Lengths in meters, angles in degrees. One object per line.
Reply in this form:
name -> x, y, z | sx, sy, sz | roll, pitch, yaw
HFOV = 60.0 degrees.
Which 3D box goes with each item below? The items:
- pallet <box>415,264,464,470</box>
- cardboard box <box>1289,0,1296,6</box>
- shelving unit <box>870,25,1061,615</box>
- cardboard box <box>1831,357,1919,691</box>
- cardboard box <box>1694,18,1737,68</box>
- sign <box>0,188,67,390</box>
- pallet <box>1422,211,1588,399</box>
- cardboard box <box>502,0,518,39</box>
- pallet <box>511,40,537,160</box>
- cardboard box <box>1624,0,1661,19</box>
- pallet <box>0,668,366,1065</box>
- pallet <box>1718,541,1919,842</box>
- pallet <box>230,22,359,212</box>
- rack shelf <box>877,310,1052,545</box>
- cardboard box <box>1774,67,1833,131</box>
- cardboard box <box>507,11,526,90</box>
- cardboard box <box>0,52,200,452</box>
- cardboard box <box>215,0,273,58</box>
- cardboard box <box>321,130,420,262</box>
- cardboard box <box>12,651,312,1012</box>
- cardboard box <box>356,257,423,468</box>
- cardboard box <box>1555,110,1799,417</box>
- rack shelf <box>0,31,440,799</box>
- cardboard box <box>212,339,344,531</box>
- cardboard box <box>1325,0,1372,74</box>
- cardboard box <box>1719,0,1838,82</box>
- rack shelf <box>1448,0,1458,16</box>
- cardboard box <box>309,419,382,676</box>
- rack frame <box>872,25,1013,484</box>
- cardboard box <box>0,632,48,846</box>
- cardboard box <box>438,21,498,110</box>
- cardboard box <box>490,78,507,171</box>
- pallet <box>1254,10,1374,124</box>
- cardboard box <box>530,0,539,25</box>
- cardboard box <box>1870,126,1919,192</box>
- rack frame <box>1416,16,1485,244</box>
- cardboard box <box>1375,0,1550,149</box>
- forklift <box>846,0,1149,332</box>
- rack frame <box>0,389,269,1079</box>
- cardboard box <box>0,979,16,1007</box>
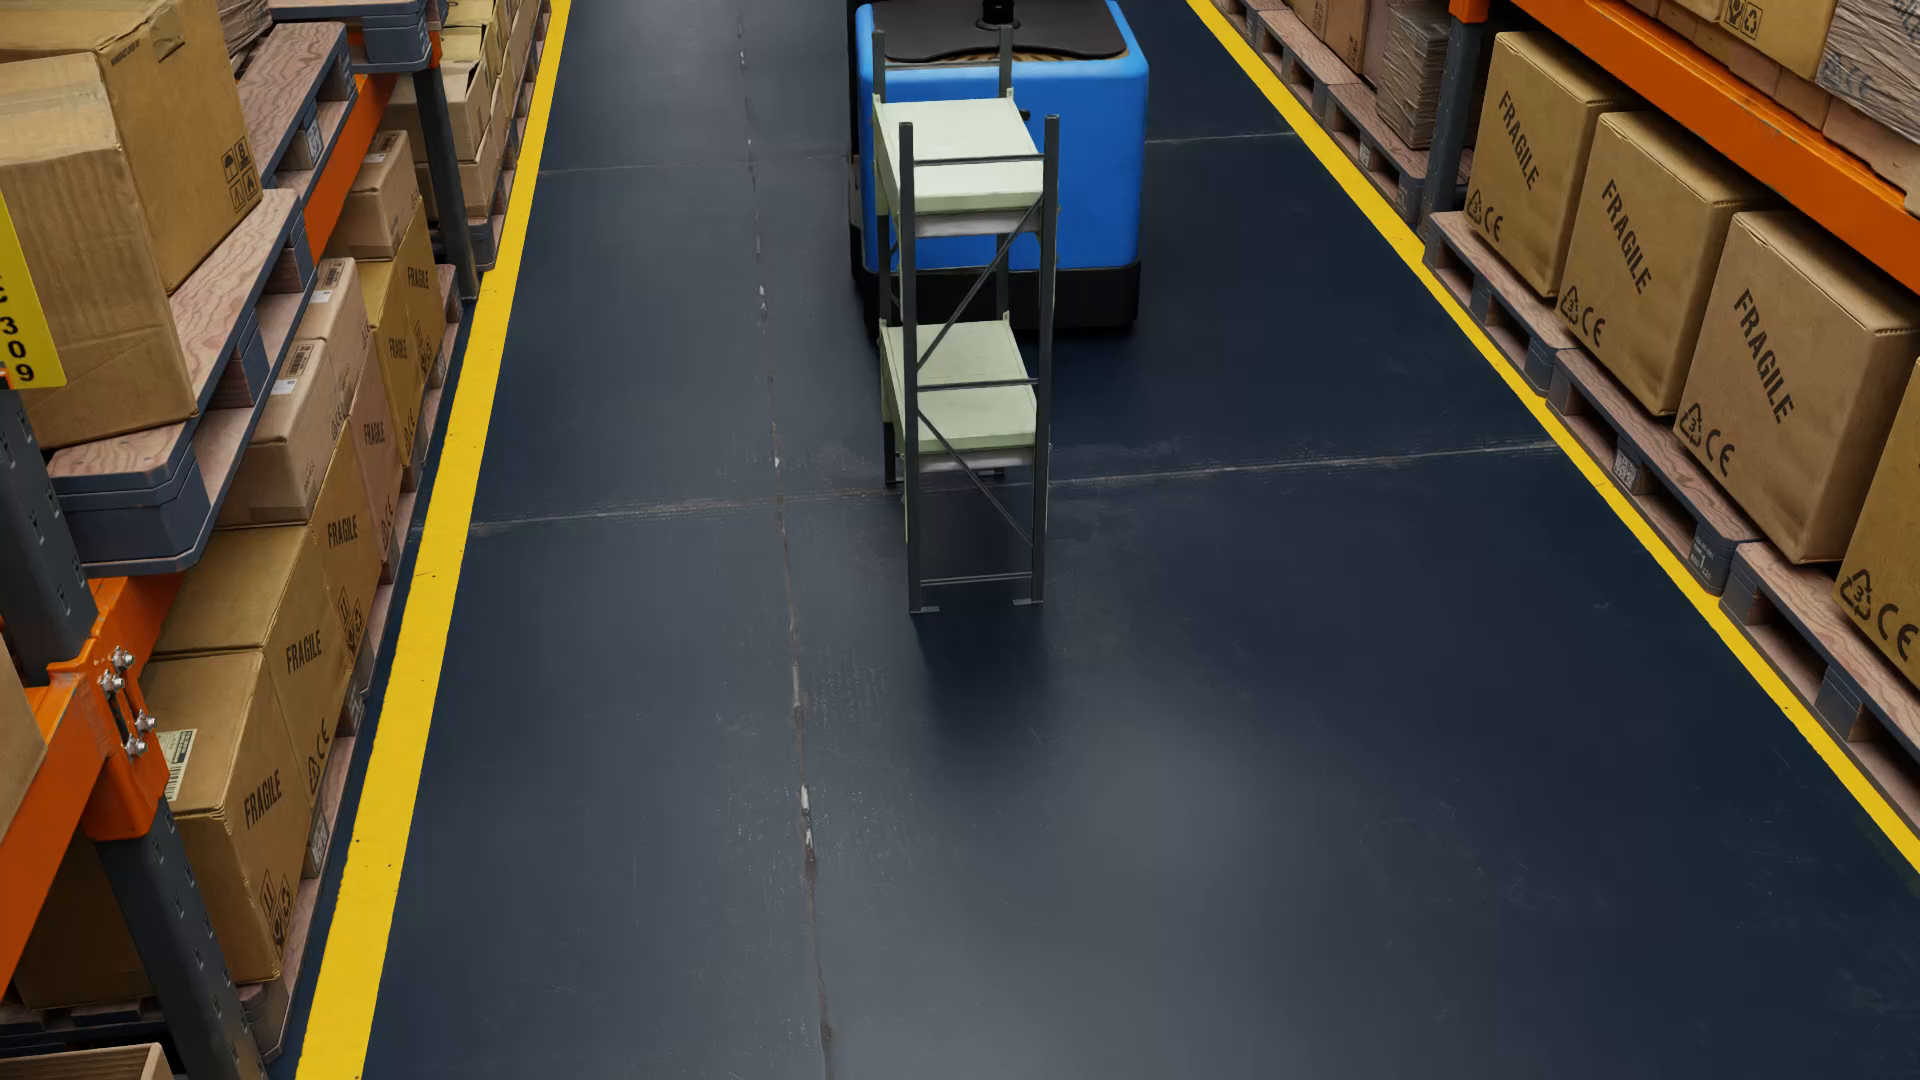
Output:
pallet -> -2.371, -0.615, 5.965 | 1.003, 0.211, 1.213 | -4, 35, -6
cardboard box -> 2.171, -3.251, 9.186 | 0.700, 0.500, 0.500 | -5, 35, -7
shelving unit -> -0.001, -0.623, 4.833 | 0.431, 1.500, 0.755 | -4, 35, -6
cardboard box -> 2.796, 0.030, 4.079 | 0.750, 0.750, 0.750 | -4, 34, -6
cardboard box -> 2.490, -1.551, 5.068 | 0.380, 0.149, 0.250 | -4, 34, -6
sign -> -1.359, -0.358, 2.343 | 0.100, 0.325, 0.005 | -4, 35, -6
pallet -> 2.506, -0.966, 6.480 | 1.003, 0.211, 1.213 | -4, 35, -6
cardboard box -> -2.428, -2.635, 8.023 | 0.500, 0.311, 0.500 | -5, 35, -7
pallet -> -2.667, -2.176, 8.256 | 1.003, 0.211, 1.213 | -4, 35, -6
cardboard box -> 2.422, -1.840, 5.492 | 0.380, 0.149, 0.250 | -5, 35, -7
pallet -> -2.043, 0.747, 3.967 | 1.003, 0.211, 1.213 | -4, 35, -6
pallet -> 2.834, 0.395, 4.482 | 1.003, 0.211, 1.213 | -4, 35, -6
pallet -> -2.168, -1.023, 4.258 | 1.003, 0.211, 1.213 | -4, 35, -6
rack shelf -> -0.001, -0.354, 5.017 | 0.431, 0.370, 0.720 | -4, 35, -6
cardboard box -> 2.534, -1.265, 4.648 | 0.380, 0.149, 0.250 | -3, 34, -5
cardboard box -> -2.426, -2.395, 8.169 | 0.500, 0.250, 0.500 | -4, 34, -5
cardboard box -> -1.738, -0.451, 2.786 | 0.700, 0.500, 0.500 | -16, 37, -22
cardboard box -> -2.304, -1.534, 4.376 | 0.700, 0.500, 0.500 | 2, 34, 3
cardboard box -> -2.064, -1.110, 5.379 | 0.500, 0.250, 0.500 | -3, 34, -5
cardboard box -> -1.720, 0.608, 3.523 | 0.500, 0.500, 0.500 | -6, 35, -9
cardboard box -> -2.006, -0.543, 5.212 | 0.500, 0.500, 0.500 | -6, 35, -8
cardboard box -> 2.555, -0.940, 5.501 | 0.750, 0.750, 0.750 | -5, 35, -7
rack shelf -> -2.165, -0.774, 4.360 | 1.077, 0.370, 4.000 | -4, 35, -6
cardboard box -> -1.854, -0.260, 4.131 | 0.500, 0.250, 0.500 | -4, 35, -6
cardboard box -> 2.277, -2.682, 8.351 | 0.700, 0.500, 0.500 | -5, 35, -7
cardboard box -> 2.491, -1.586, 4.543 | 0.500, 0.500, 0.500 | -3, 34, -5
rack shelf -> 2.205, -3.383, 8.189 | 1.077, 0.370, 4.000 | -4, 35, -6
cardboard box -> -1.862, 0.032, 4.369 | 0.500, 0.500, 0.500 | -4, 34, -6
rack frame -> -0.050, -0.828, 5.133 | 0.400, 1.500, 0.023 | -4, 35, -6
cardboard box -> -1.575, 0.263, 2.111 | 0.500, 0.500, 0.500 | -4, 34, -6
cardboard box -> -2.292, -2.063, 7.184 | 0.500, 0.311, 0.500 | -5, 35, -8
cardboard box -> -2.282, -1.819, 7.324 | 0.500, 0.250, 0.500 | -5, 35, -8
pallet -> 2.210, -2.527, 8.771 | 1.003, 0.211, 1.213 | -4, 35, -6
cardboard box -> -2.563, -2.964, 9.005 | 0.500, 0.250, 0.500 | -5, 35, -7
cardboard box -> 2.578, -0.975, 4.222 | 0.380, 0.149, 0.250 | -4, 35, -6
rack frame -> 2.474, -2.564, 6.349 | 1.000, 3.000, 0.127 | -4, 35, -6
cardboard box -> 2.326, -2.111, 7.513 | 0.700, 0.500, 0.500 | -4, 34, -6
forklift -> 0.055, -2.795, 6.748 | 1.130, 2.935, 3.031 | -2, 34, -4
rack frame -> -1.893, 0.045, 2.520 | 0.949, 2.616, 0.053 | -4, 35, -6
cardboard box -> -2.246, 0.643, 3.472 | 0.500, 0.500, 0.500 | -5, 35, -7
